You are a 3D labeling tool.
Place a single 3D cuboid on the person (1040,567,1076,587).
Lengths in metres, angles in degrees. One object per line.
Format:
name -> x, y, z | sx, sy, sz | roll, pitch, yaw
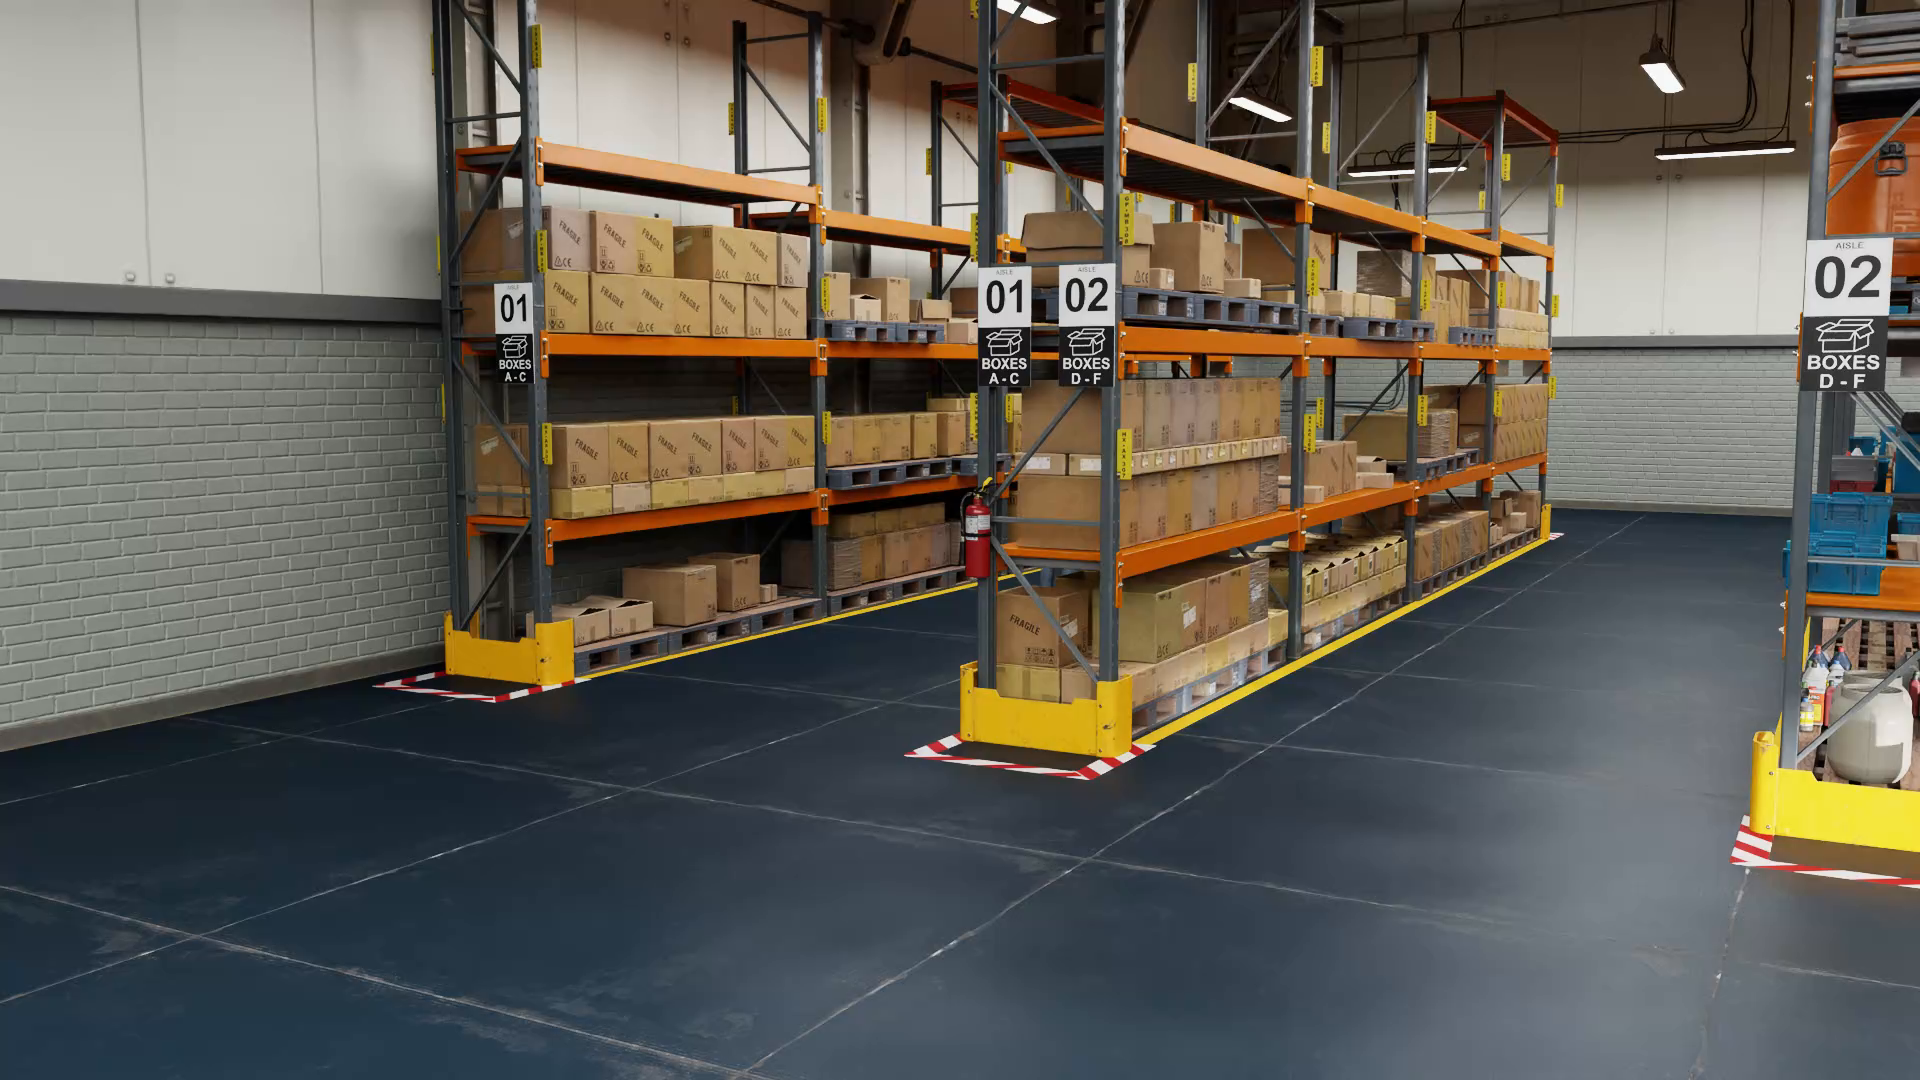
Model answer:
person -> 1.055, -0.147, 17.481 | 0.502, 1.761, 0.577 | 3, 7, 29
